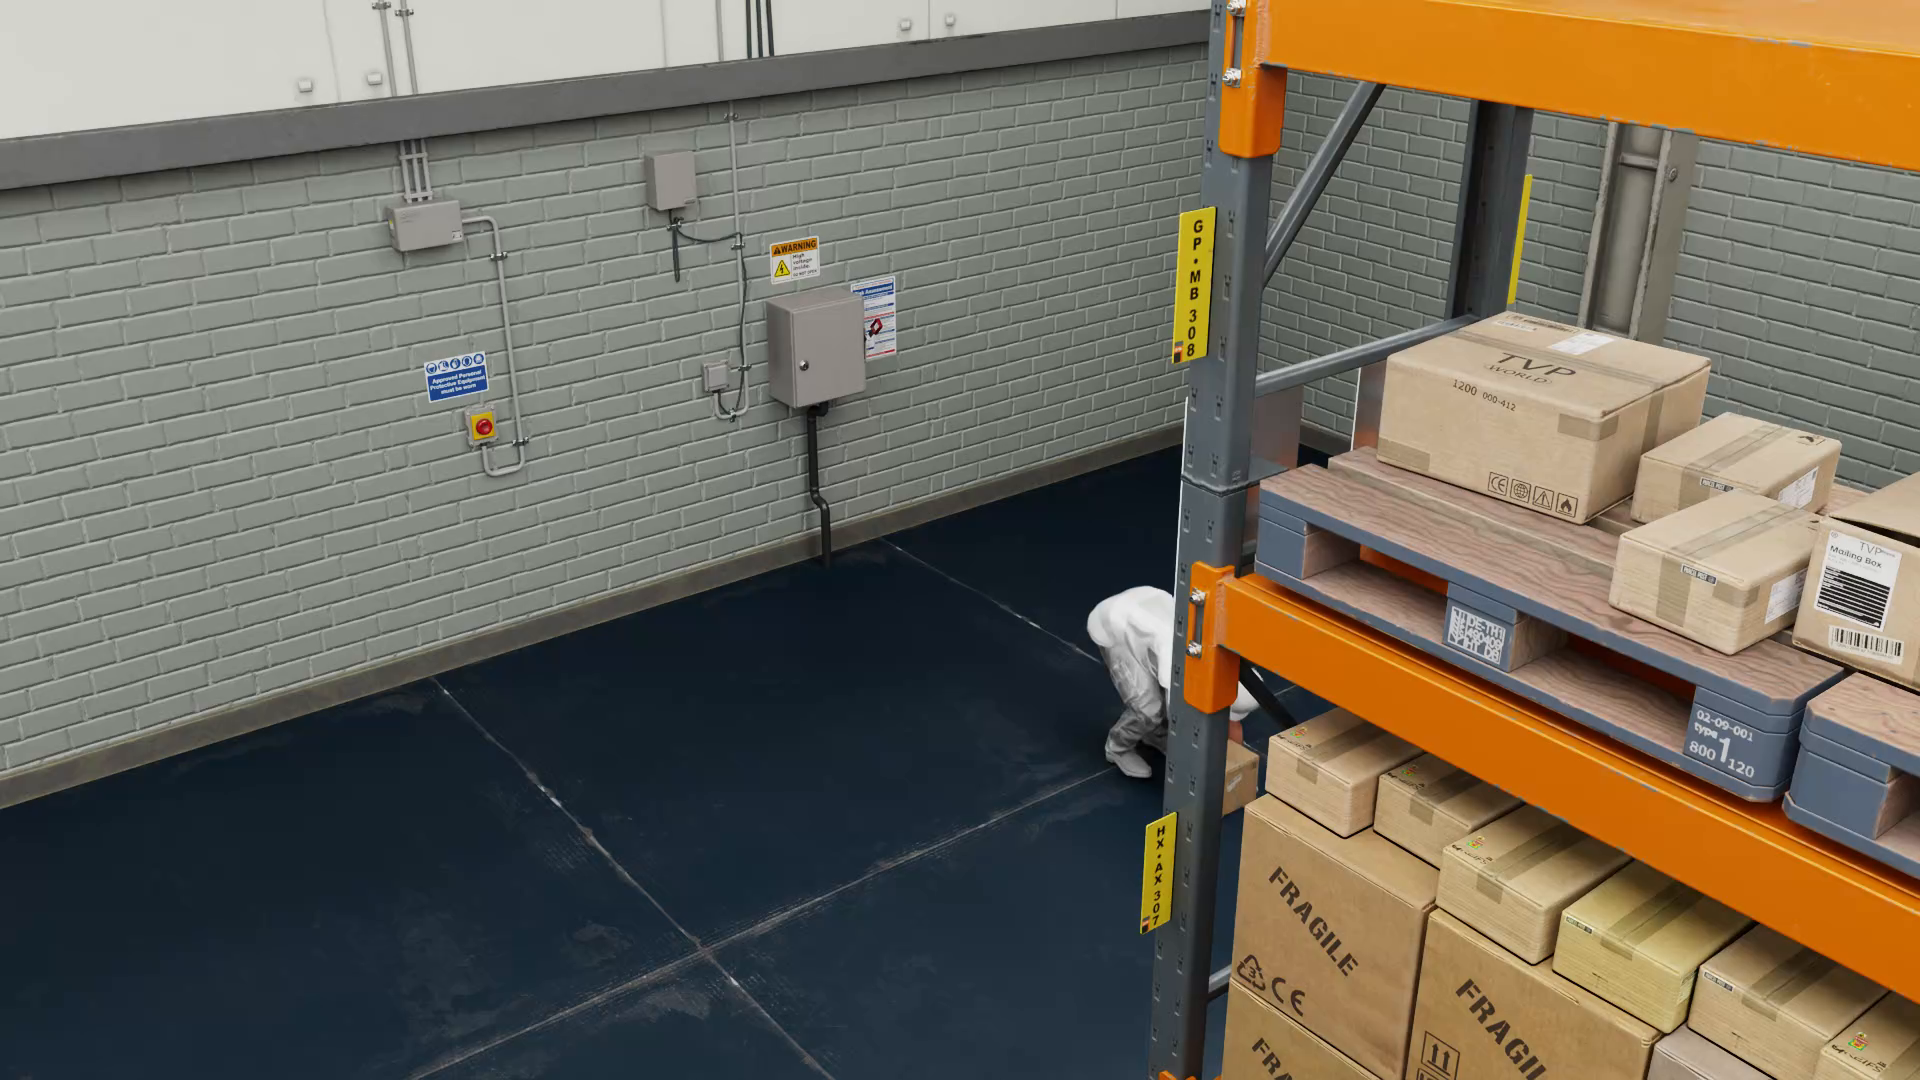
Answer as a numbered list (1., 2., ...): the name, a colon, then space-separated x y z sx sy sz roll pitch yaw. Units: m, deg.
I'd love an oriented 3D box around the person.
1. person: 1.052 0.739 8.029 0.534 0.917 0.986 -20 31 -36
